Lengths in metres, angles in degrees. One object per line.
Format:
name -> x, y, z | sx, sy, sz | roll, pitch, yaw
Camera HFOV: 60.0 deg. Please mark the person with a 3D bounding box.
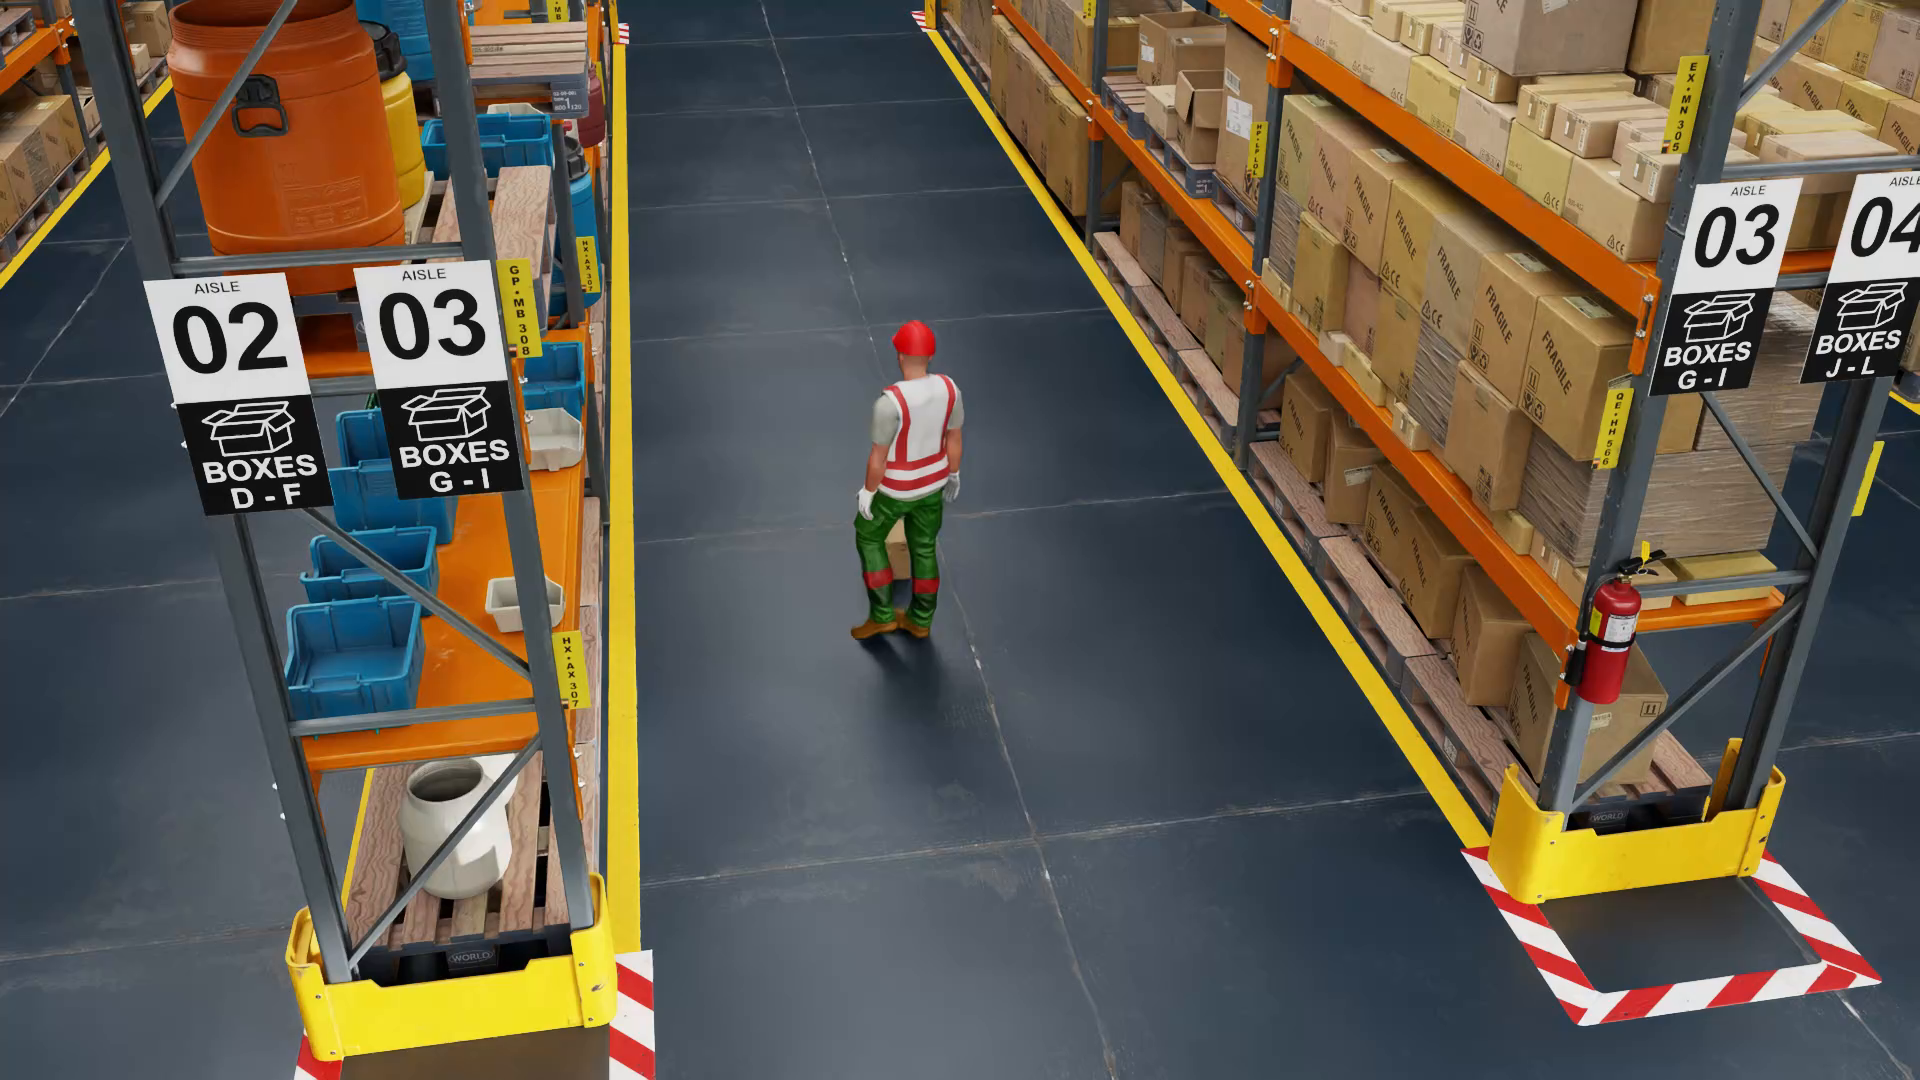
person -> -0.285, -0.284, 8.617 | 0.576, 1.815, 0.423 | -21, 36, -31
